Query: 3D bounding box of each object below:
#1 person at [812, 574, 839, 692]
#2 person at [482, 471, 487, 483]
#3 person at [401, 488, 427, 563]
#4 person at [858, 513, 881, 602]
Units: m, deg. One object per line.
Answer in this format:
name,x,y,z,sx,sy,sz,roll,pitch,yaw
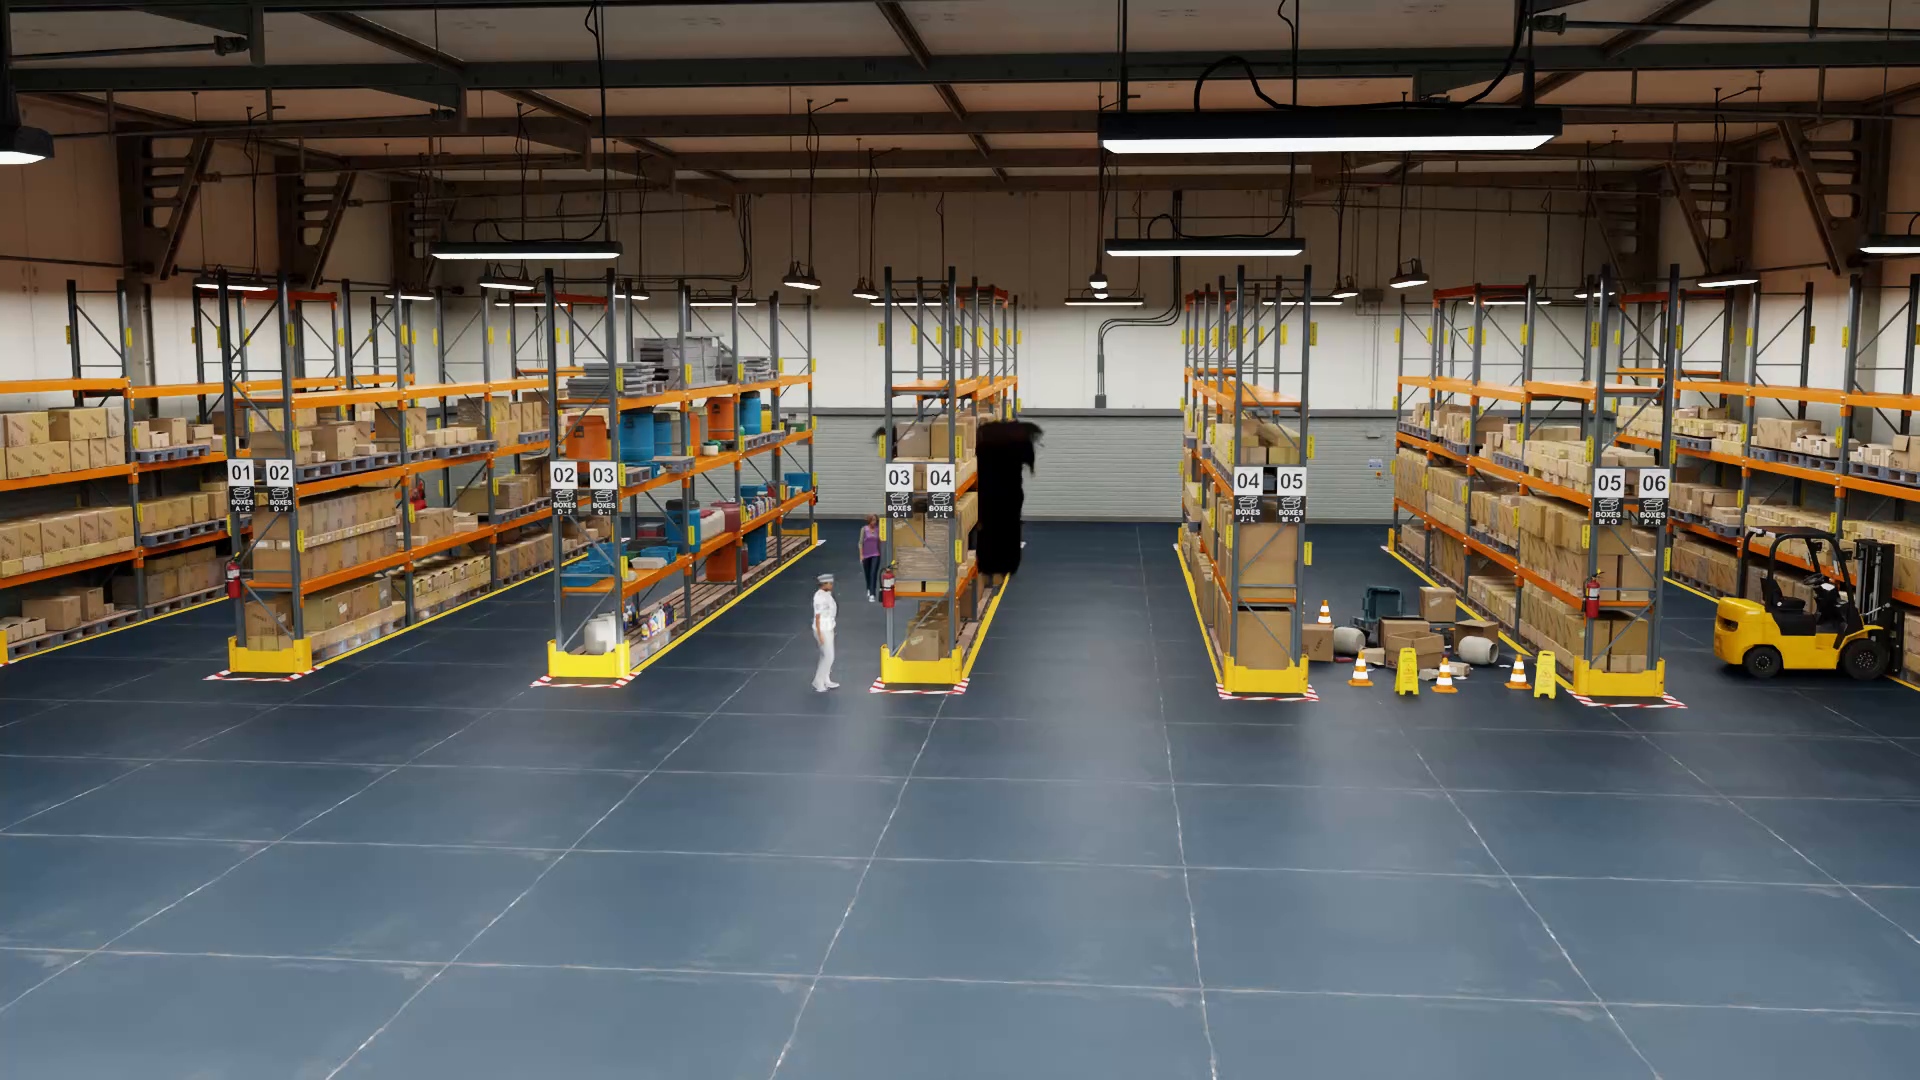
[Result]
person,-1.928,1.316,23.781,0.365,1.698,0.515,1,7,11
person,-11.933,-0.956,42.291,1.036,1.602,0.541,1,7,6
person,-12.127,-0.317,36.877,0.485,1.682,0.991,1,7,9
person,-1.619,0.290,29.978,0.400,1.566,0.792,1,7,4
